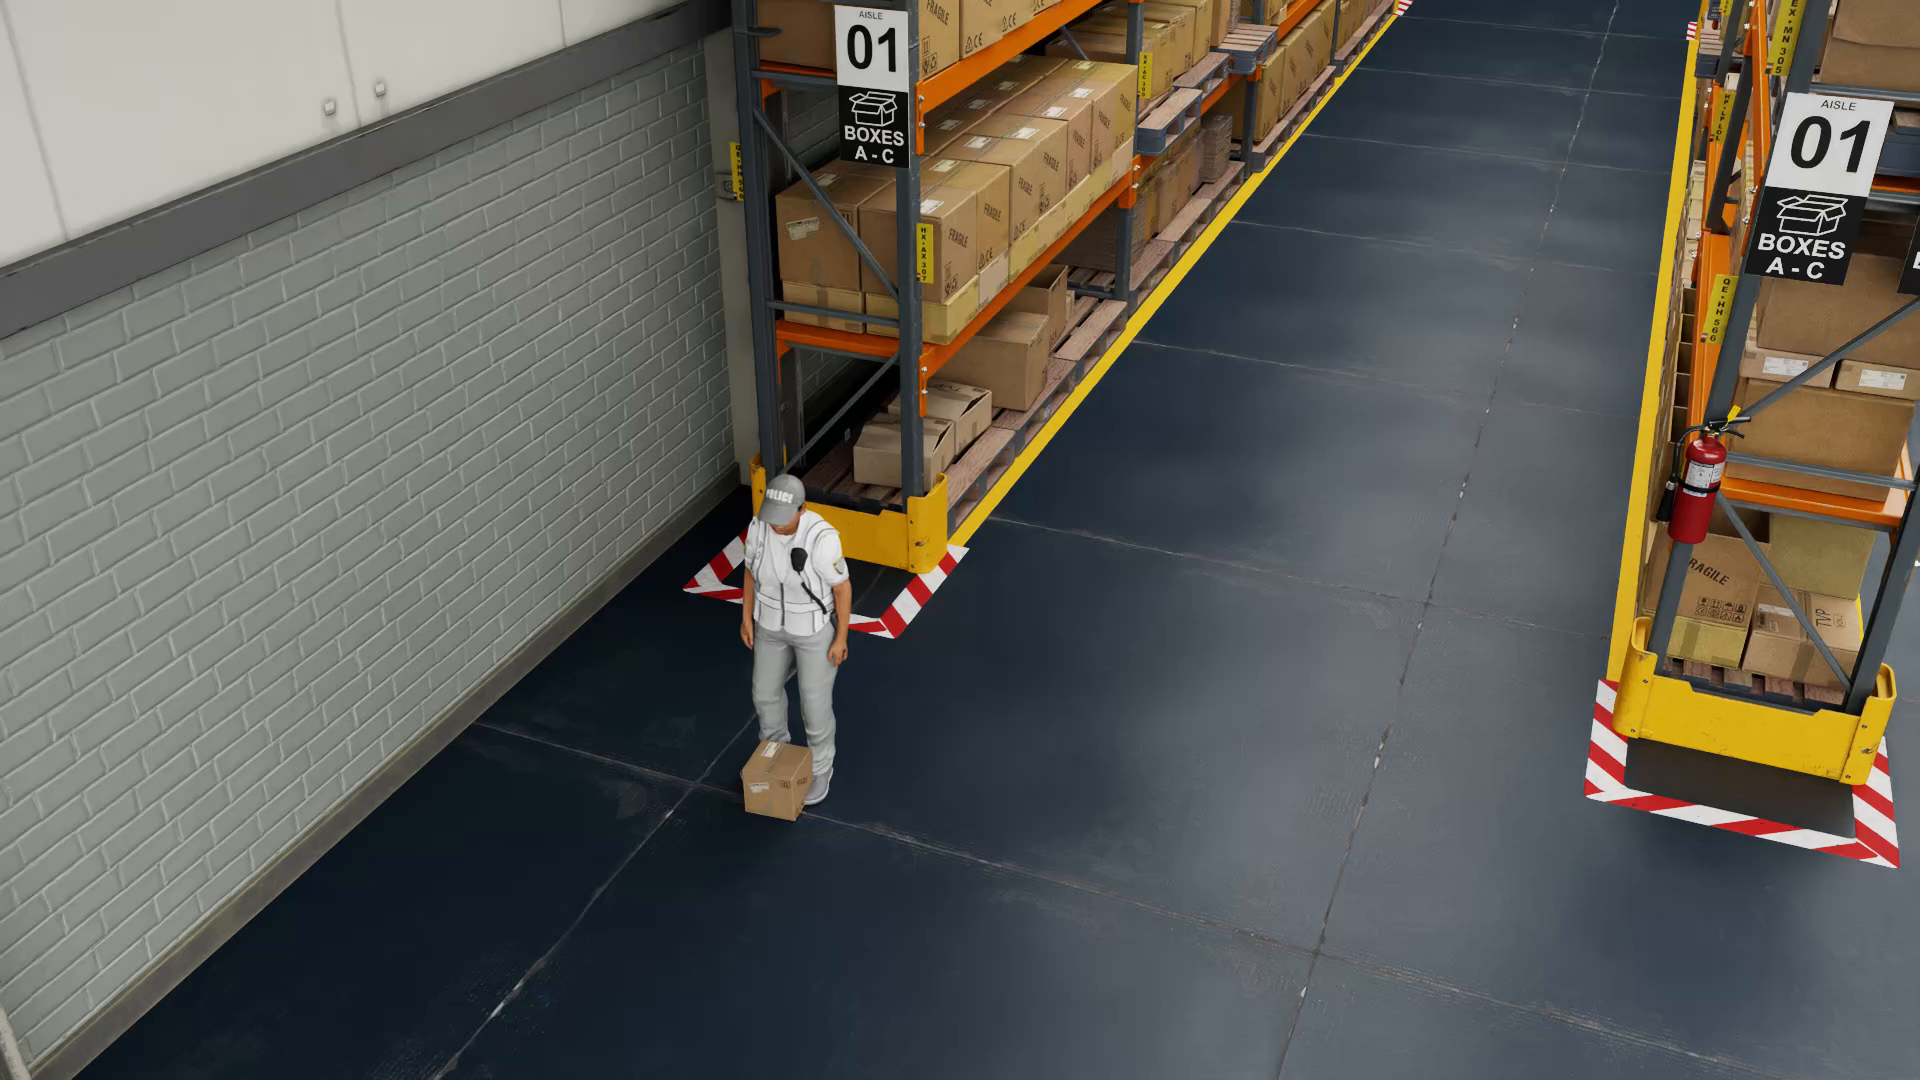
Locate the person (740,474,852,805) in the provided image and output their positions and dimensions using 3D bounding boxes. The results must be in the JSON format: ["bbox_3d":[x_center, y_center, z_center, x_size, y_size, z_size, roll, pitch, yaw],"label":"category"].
[{"bbox_3d":[-0.770,0.417,7.656,0.554,1.666,0.470,11,31,18],"label":"person"}]
